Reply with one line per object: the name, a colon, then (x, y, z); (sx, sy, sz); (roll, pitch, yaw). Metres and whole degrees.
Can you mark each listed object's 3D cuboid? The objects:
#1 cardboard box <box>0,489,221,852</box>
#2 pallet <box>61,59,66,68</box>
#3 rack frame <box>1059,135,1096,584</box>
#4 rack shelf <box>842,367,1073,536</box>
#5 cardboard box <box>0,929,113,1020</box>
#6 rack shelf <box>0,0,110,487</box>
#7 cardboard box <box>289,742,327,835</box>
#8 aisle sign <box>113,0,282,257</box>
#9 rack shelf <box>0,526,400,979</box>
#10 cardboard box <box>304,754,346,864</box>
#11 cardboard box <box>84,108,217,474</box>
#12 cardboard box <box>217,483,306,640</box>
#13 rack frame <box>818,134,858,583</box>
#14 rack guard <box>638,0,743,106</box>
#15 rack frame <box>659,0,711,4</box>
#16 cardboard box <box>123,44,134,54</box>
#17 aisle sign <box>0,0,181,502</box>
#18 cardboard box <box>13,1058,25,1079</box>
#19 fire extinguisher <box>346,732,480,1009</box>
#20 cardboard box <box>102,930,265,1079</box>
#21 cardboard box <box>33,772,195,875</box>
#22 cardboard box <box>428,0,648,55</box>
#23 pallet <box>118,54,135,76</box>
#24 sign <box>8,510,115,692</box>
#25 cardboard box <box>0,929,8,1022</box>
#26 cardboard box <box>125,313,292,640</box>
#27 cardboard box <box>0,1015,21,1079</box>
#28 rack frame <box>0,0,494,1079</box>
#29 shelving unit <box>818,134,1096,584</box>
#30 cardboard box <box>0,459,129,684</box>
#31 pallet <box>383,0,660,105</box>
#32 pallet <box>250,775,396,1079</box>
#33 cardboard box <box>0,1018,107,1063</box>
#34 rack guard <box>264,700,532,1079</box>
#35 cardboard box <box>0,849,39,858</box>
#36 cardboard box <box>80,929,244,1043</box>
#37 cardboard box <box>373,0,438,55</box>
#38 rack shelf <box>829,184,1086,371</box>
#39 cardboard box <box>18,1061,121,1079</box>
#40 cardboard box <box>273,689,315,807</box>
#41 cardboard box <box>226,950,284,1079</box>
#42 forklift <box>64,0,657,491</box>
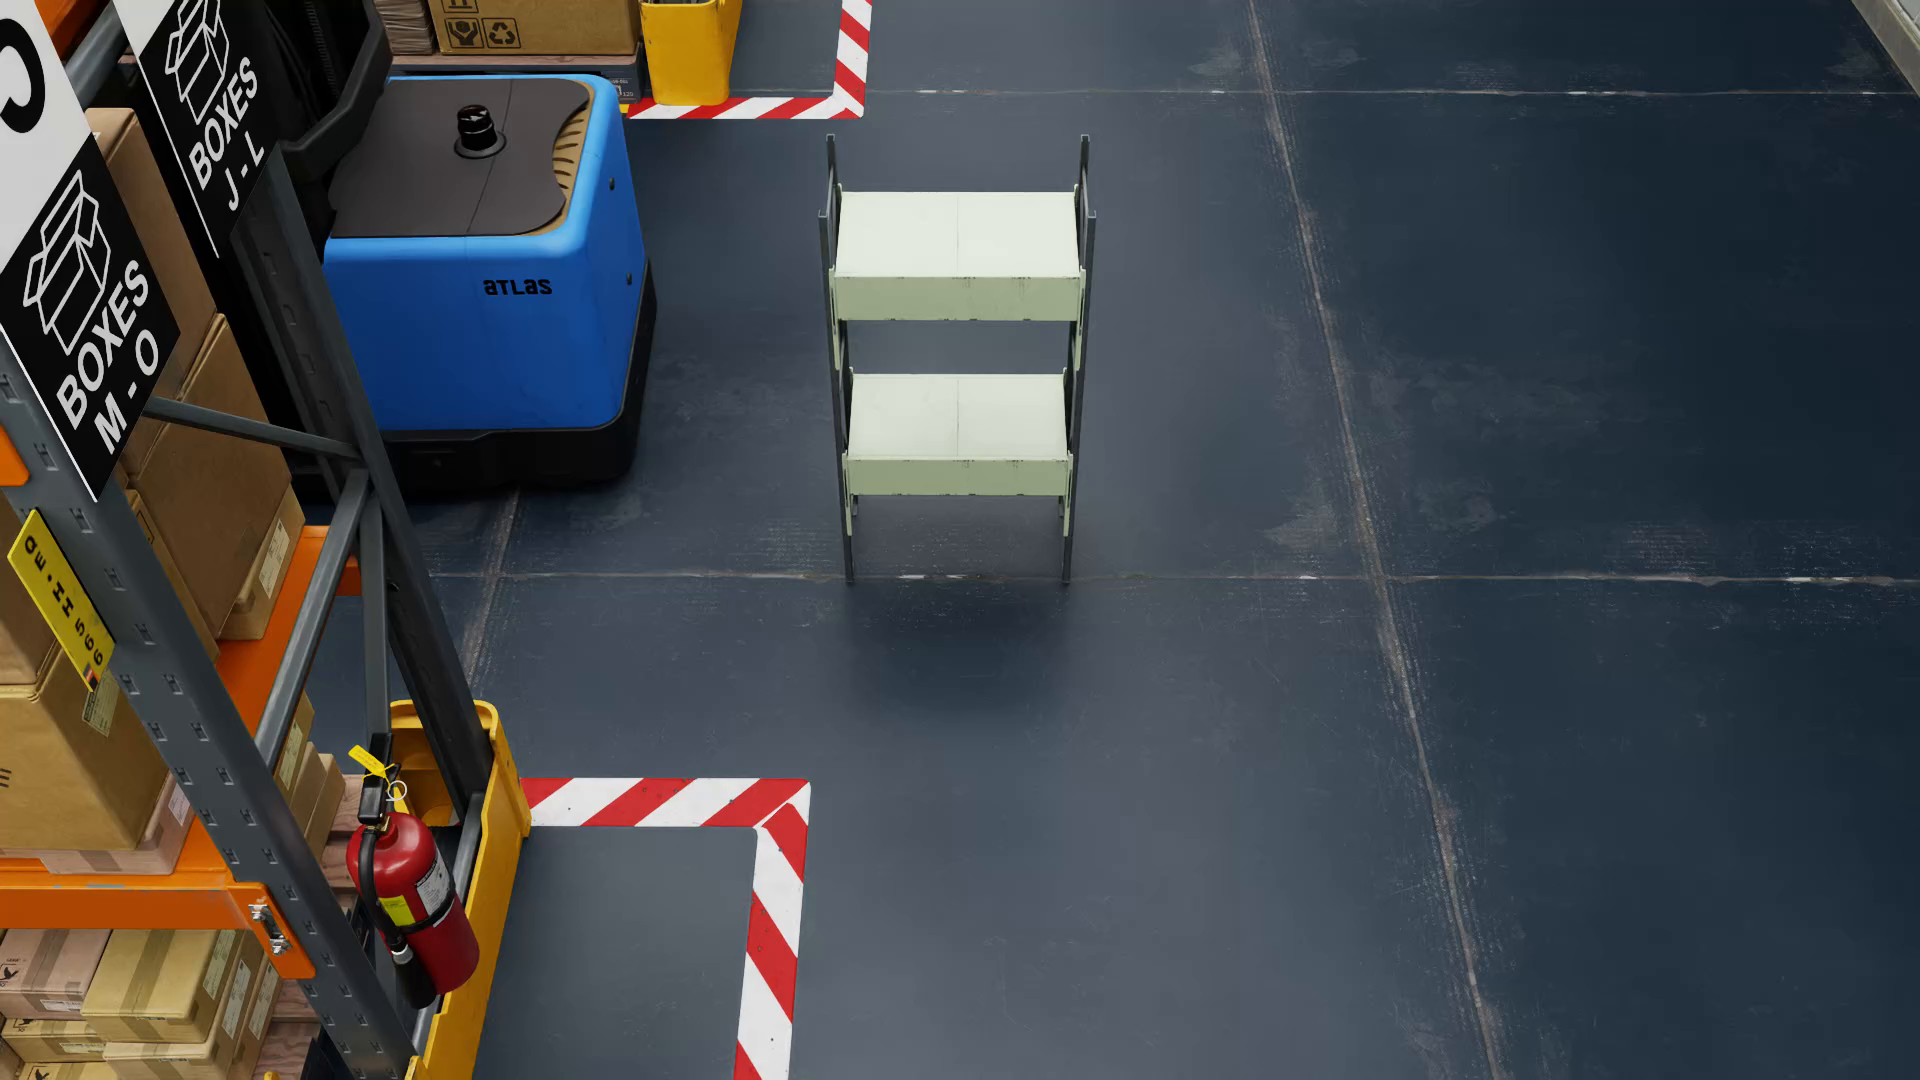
cardboard box: (-1.829, 0.247, 3.199); (0.500, 0.500, 0.500); (1, 47, 1)
pallet: (-4.499, -2.436, 7.873); (1.213, 0.211, 1.003); (0, 47, 0)
rack frame: (0.359, -0.510, 5.200); (0.023, 1.500, 0.400); (0, 47, 0)
rack shelf: (-0.007, -0.289, 5.440); (0.720, 0.370, 0.431); (0, 47, 0)
cardboard box: (-2.160, 0.963, 4.059); (0.250, 0.149, 0.380); (1, 47, 1)
rack shelf: (-3.379, -0.587, 2.689); (4.000, 0.370, 1.077); (0, 47, 0)
cardboard box: (-1.902, 0.733, 4.476); (0.250, 0.149, 0.380); (2, 47, 2)
aisle sign: (-1.305, -0.909, 2.771); (0.004, 0.787, 0.394); (0, 47, 0)
rack shelf: (-3.379, 0.435, 3.787); (4.000, 0.370, 1.077); (0, 47, 0)
cardboard box: (-1.901, 0.788, 4.628); (0.250, 0.149, 0.380); (1, 47, 1)
cardboard box: (-1.827, -0.476, 3.189); (0.500, 0.500, 0.500); (0, 47, 0)
cardboard box: (-1.701, 0.041, 3.835); (0.250, 0.149, 0.380); (0, 47, 0)
rack frame: (-0.373, -0.512, 5.202); (0.023, 1.500, 0.400); (0, 47, 0)
rack guard: (-1.235, -2.583, 7.813); (0.348, 0.500, 1.175); (0, 47, 0)
rack frame: (-1.259, -3.435, 6.898); (0.127, 3.000, 1.000); (0, 47, 0)
cardboard box: (-3.699, -2.802, 7.473); (0.875, 0.875, 0.875); (0, 47, 0)
aisle sign: (-1.307, -0.470, 2.362); (0.004, 0.787, 0.394); (0, 47, 0)
cardboard box: (-2.427, 1.185, 4.259); (0.250, 0.149, 0.380); (0, 47, 0)
fire extinguisher: (-1.129, 0.688, 3.368); (0.183, 0.674, 0.296); (0, 47, 0)
cardboard box: (-1.908, 1.130, 4.106); (0.250, 0.149, 0.380); (-1, 47, -1)
cardboard box: (-1.706, 0.487, 3.419); (0.250, 0.149, 0.380); (0, 47, 0)
cardboard box: (-1.899, -2.797, 7.469); (0.875, 0.875, 0.875); (0, 47, 0)
pallet: (-3.276, -2.435, 7.872); (1.213, 0.211, 1.003); (0, 47, 0)
sign: (-1.401, 0.100, 2.601); (0.005, 0.325, 0.100); (0, 47, 0)
cardboard box: (-2.420, 1.055, 3.973); (0.250, 0.149, 0.380); (-1, 47, -1)
cardboard box: (-1.827, -0.143, 3.562); (0.500, 0.500, 0.500); (2, 47, 2)
cardboard box: (-2.427, 1.130, 4.107); (0.250, 0.149, 0.380); (-2, 47, -1)
rack frame: (-1.379, 0.196, 3.519); (0.127, 3.000, 1.000); (0, 47, 0)
shelving unit: (-0.007, -0.511, 5.201); (0.755, 1.500, 0.431); (0, 47, 0)
cardboard box: (-1.837, -0.100, 2.839); (0.500, 0.500, 0.500); (-1, 47, -1)
pallet: (-2.059, -2.429, 7.867); (1.213, 0.211, 1.003); (0, 47, 0)
pallet: (-2.267, 1.117, 4.566); (1.213, 0.211, 1.003); (0, 47, 0)
cardboard box: (-2.169, 1.090, 4.144); (0.250, 0.149, 0.380); (-1, 47, -1)
rack guard: (-1.455, 1.047, 4.434); (0.348, 0.500, 1.175); (0, 47, 0)
cardboard box: (-1.954, 0.459, 3.445); (0.250, 0.149, 0.380); (0, 47, 0)
cardboard box: (-1.909, 1.005, 4.019); (0.250, 0.149, 0.380); (1, 47, 1)
cardboard box: (-2.809, -2.799, 7.471); (0.875, 0.875, 0.875); (0, 47, 0)
rack shelf: (-0.007, -0.777, 4.915); (0.720, 0.370, 0.431); (0, 47, 0)
cardboard box: (-2.163, 1.249, 4.199); (0.250, 0.149, 0.380); (1, 47, 1)
cardboard box: (-1.901, 0.571, 4.423); (0.250, 0.149, 0.380); (-2, 47, -2)
cardboard box: (-1.906, 1.175, 4.268); (0.250, 0.149, 0.380); (1, 47, 1)
forklift: (-2.687, -1.522, 5.164); (3.031, 2.935, 1.130); (-1, 47, -1)
